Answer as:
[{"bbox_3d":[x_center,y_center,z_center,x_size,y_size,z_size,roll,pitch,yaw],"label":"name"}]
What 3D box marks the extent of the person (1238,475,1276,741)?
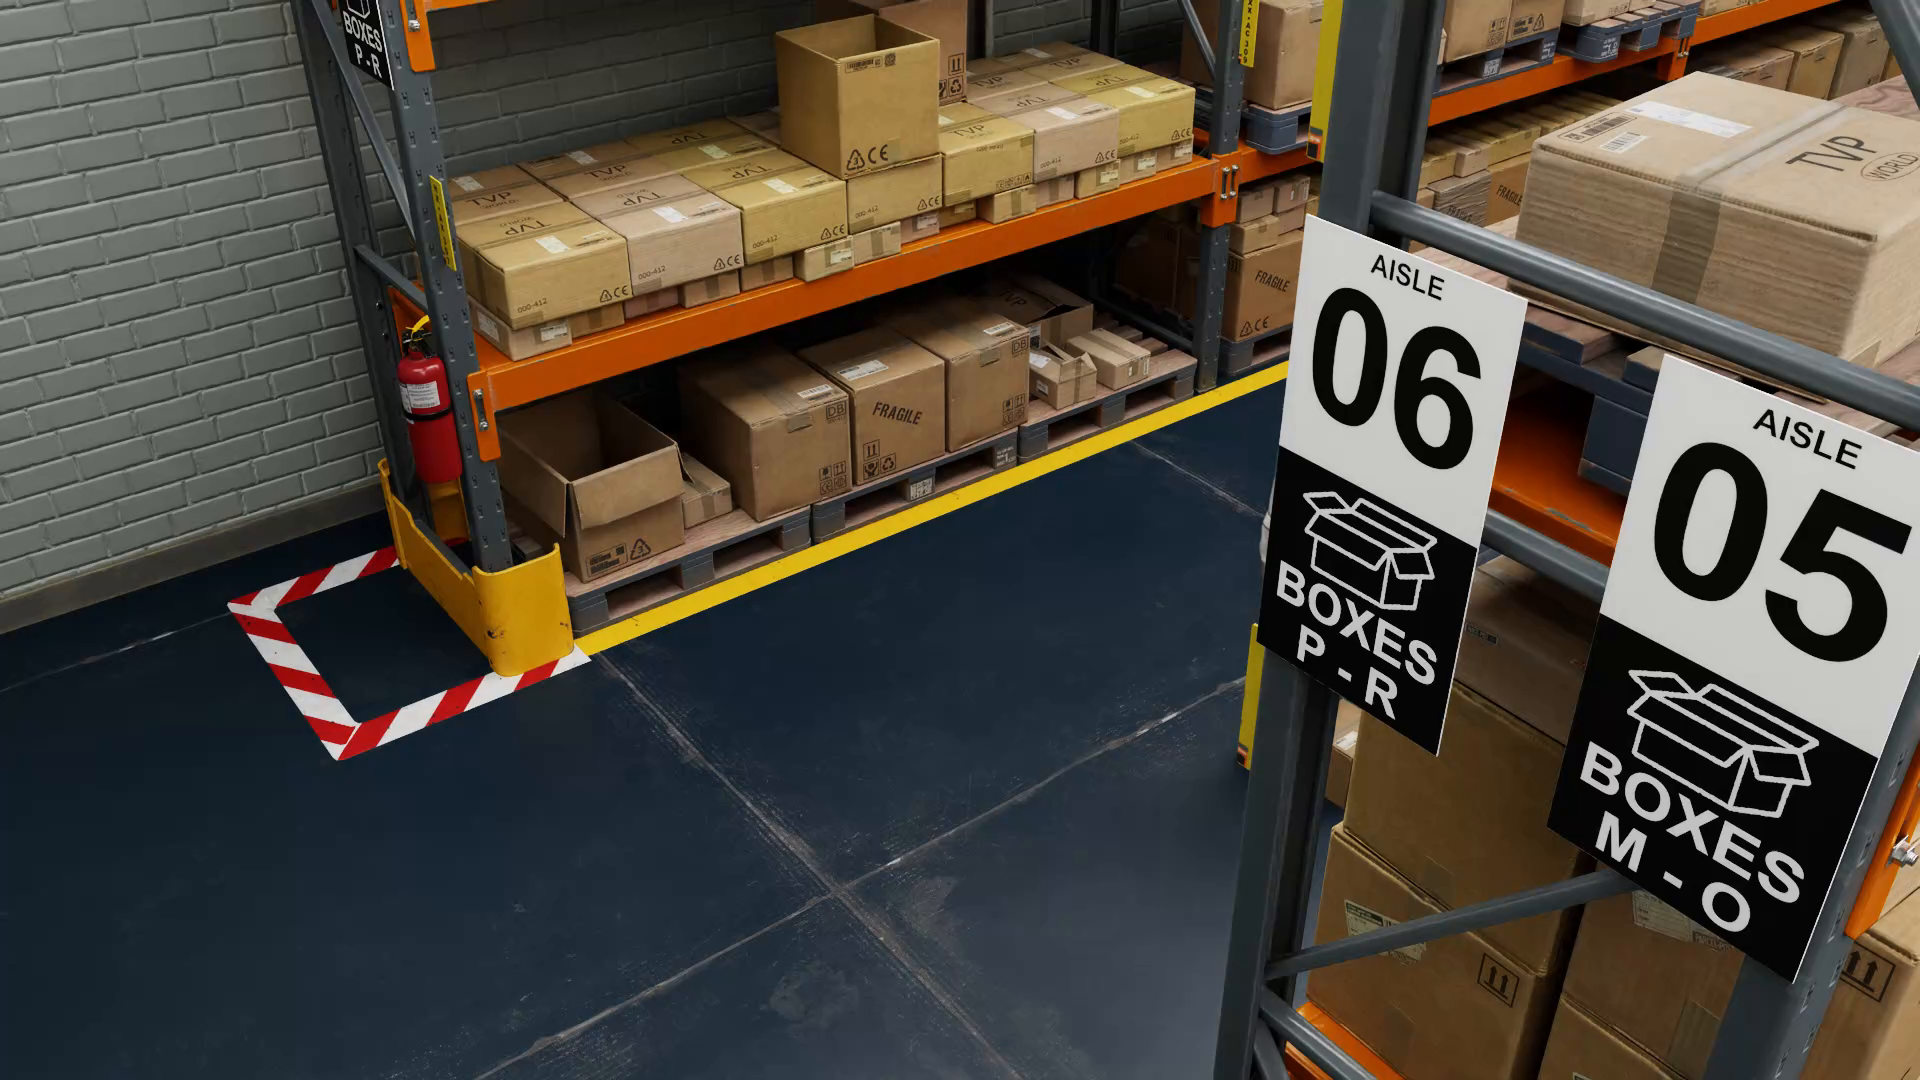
[{"bbox_3d":[1.291,0.108,5.963,0.531,1.664,0.420,-25,40,-33],"label":"person"}]
